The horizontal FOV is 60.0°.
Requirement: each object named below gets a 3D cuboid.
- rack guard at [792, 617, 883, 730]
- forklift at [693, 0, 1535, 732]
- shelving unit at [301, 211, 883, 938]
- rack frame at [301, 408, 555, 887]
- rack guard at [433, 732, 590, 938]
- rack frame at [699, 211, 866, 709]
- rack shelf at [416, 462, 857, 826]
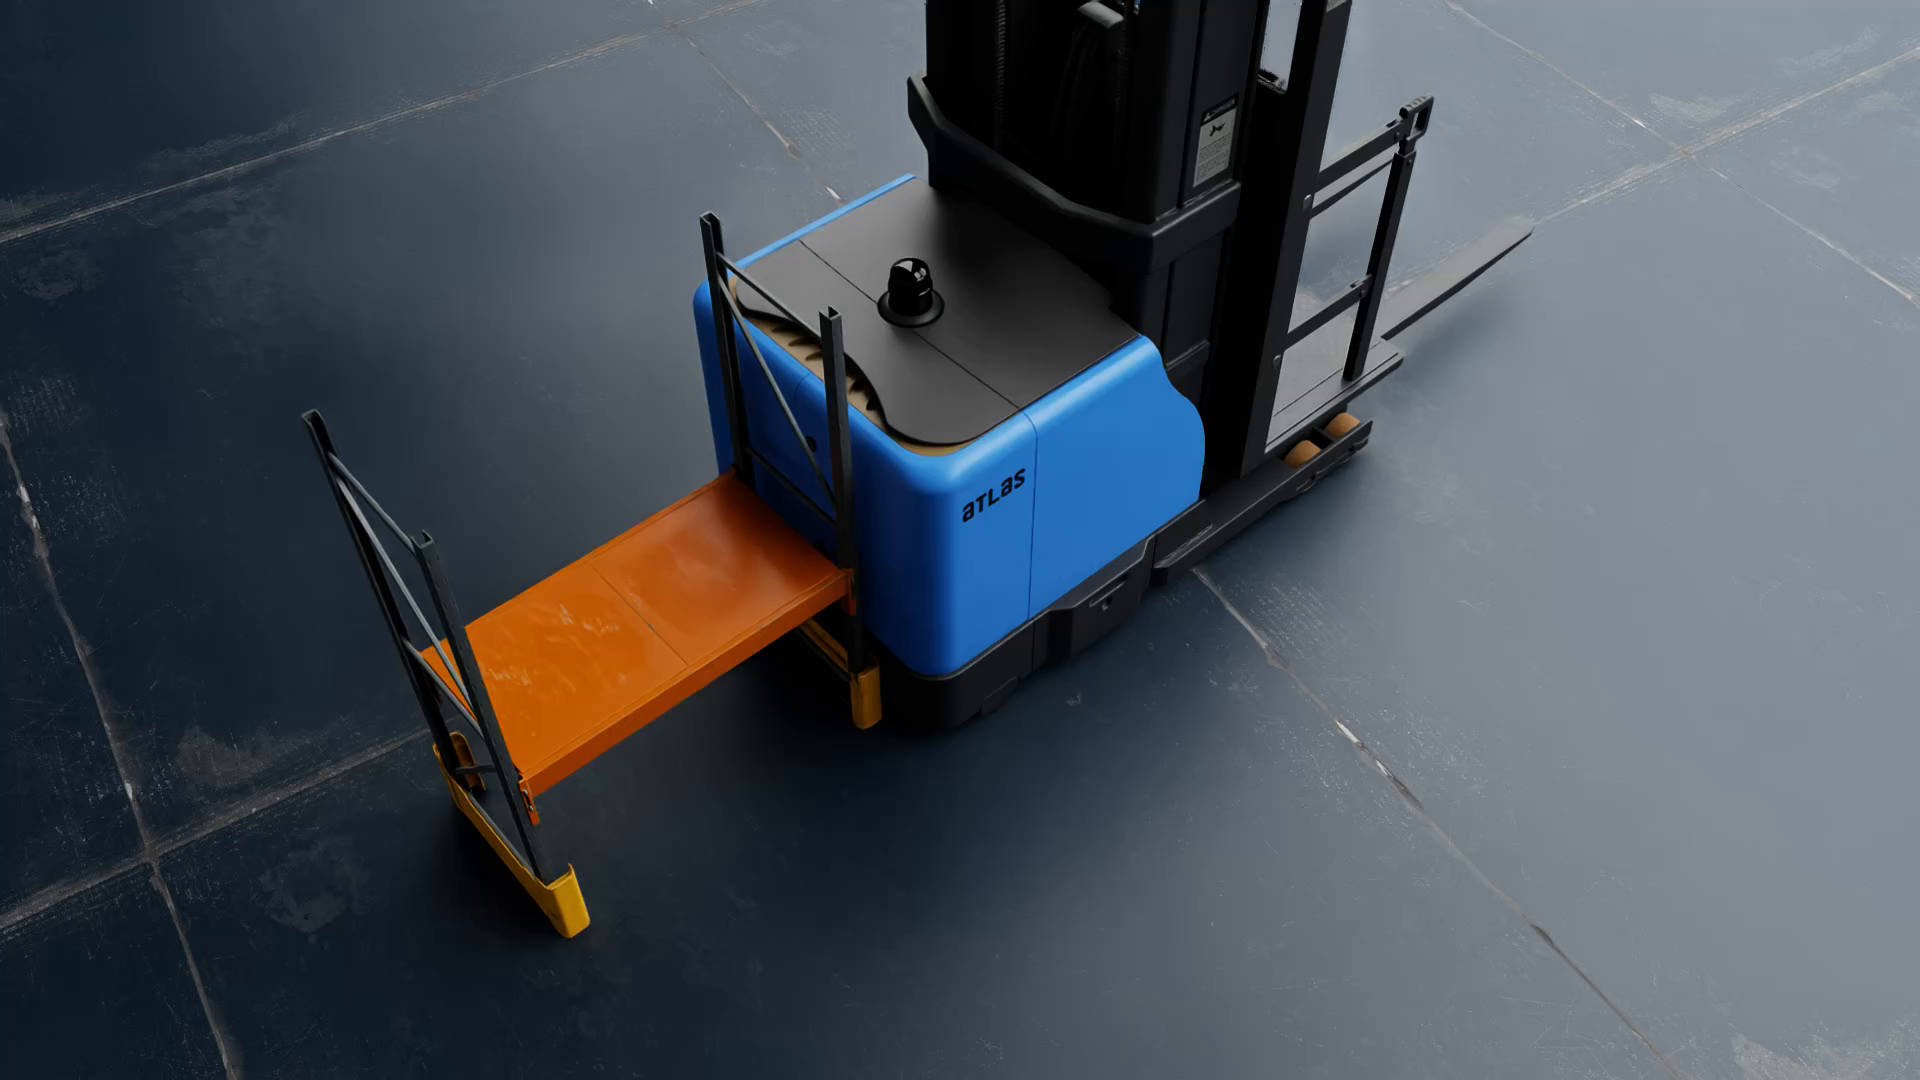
[{"bbox_3d":[-0.440,0.282,4.831,0.087,0.250,0.587,-33,56,-26],"label":"rack guard"},{"bbox_3d":[0.709,-1.397,4.531,3.031,2.935,1.130,-33,56,-26],"label":"forklift"},{"bbox_3d":[-0.813,0.113,4.145,1.083,1.500,0.587,-33,56,-26],"label":"shelving unit"},{"bbox_3d":[-1.201,0.369,3.917,0.032,1.500,0.500,-33,56,-26],"label":"rack frame"},{"bbox_3d":[-1.186,0.775,4.392,0.087,0.250,0.587,-33,56,-26],"label":"rack guard"},{"bbox_3d":[-0.439,-0.134,4.365,0.032,1.500,0.500,-33,56,-26],"label":"rack frame"},{"bbox_3d":[-0.820,0.237,4.275,1.000,0.185,0.538,-33,56,-26],"label":"rack shelf"}]
